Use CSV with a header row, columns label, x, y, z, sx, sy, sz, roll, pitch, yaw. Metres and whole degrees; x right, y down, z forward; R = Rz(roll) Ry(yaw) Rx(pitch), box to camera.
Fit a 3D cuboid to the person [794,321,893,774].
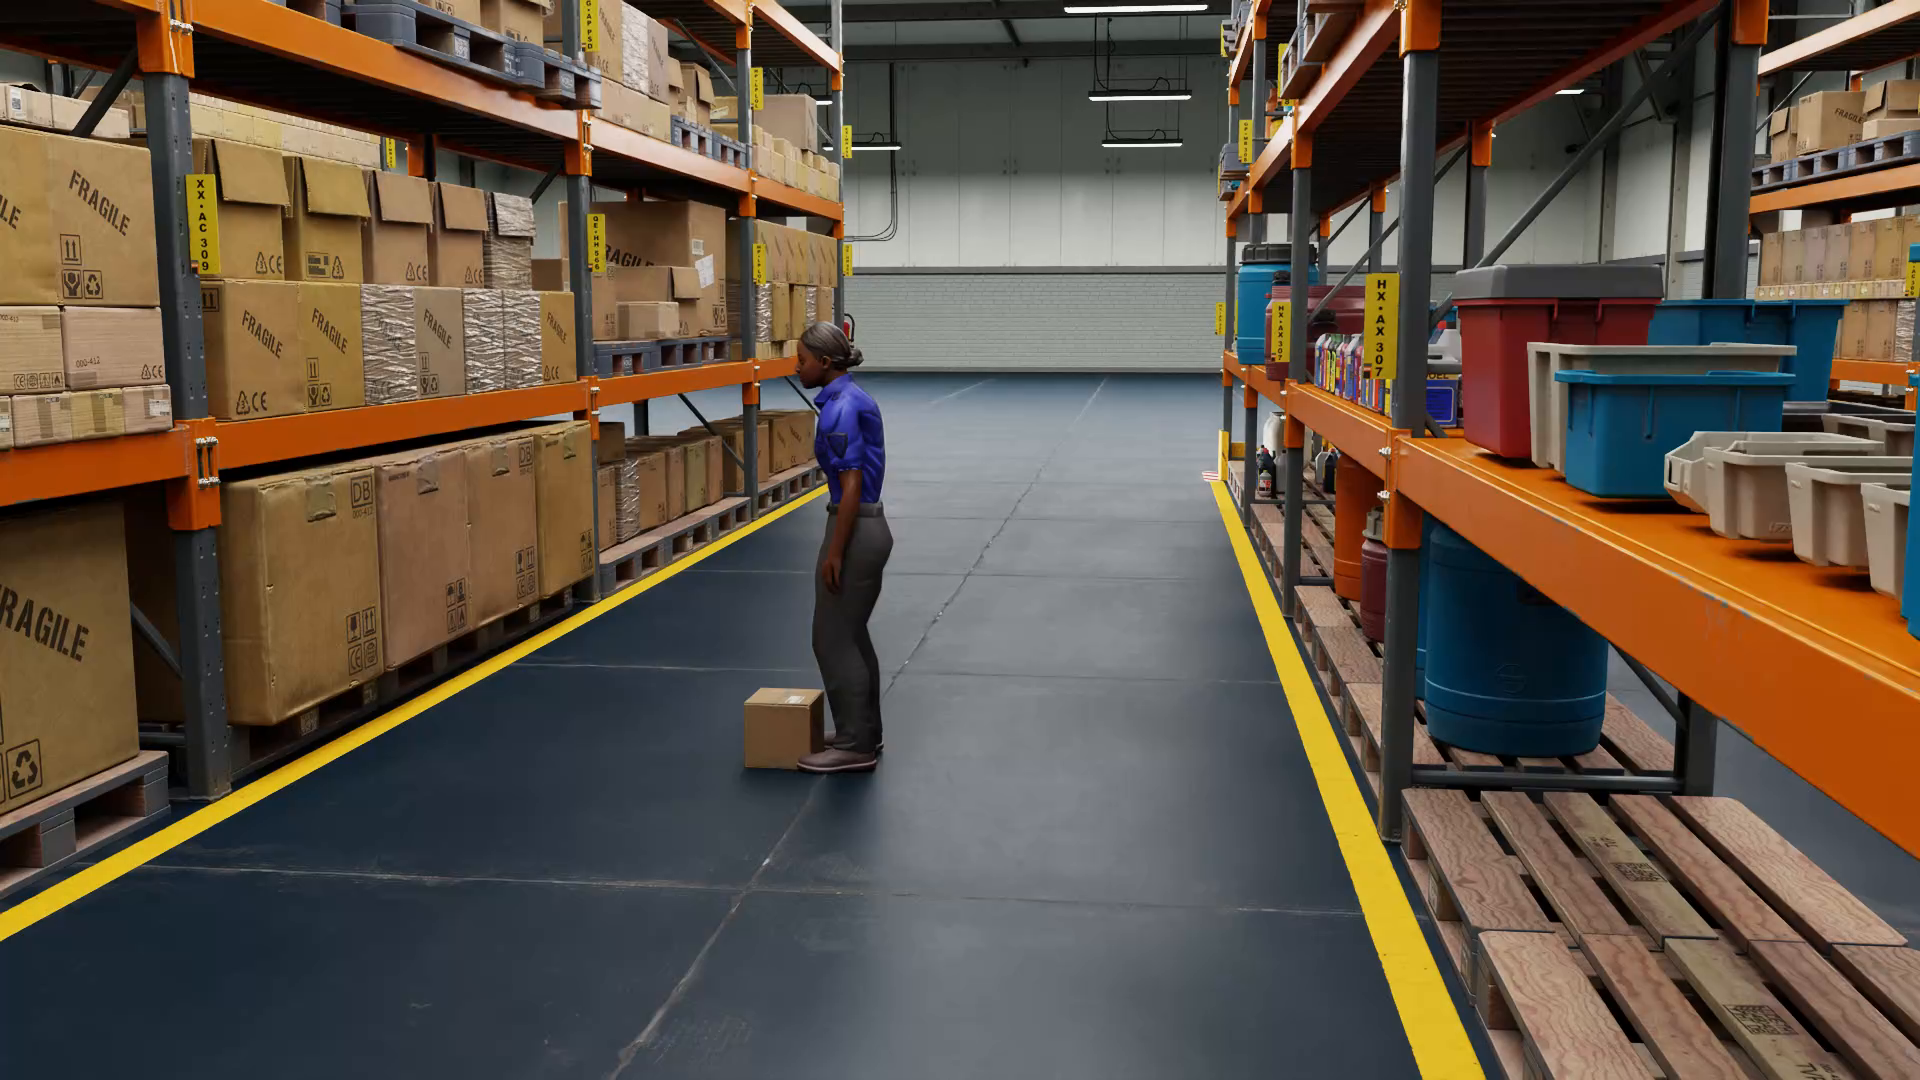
label,x,y,z,sx,sy,sz,roll,pitch,yaw
person,-0.428,0.019,6.179,0.352,1.654,0.530,0,8,3
